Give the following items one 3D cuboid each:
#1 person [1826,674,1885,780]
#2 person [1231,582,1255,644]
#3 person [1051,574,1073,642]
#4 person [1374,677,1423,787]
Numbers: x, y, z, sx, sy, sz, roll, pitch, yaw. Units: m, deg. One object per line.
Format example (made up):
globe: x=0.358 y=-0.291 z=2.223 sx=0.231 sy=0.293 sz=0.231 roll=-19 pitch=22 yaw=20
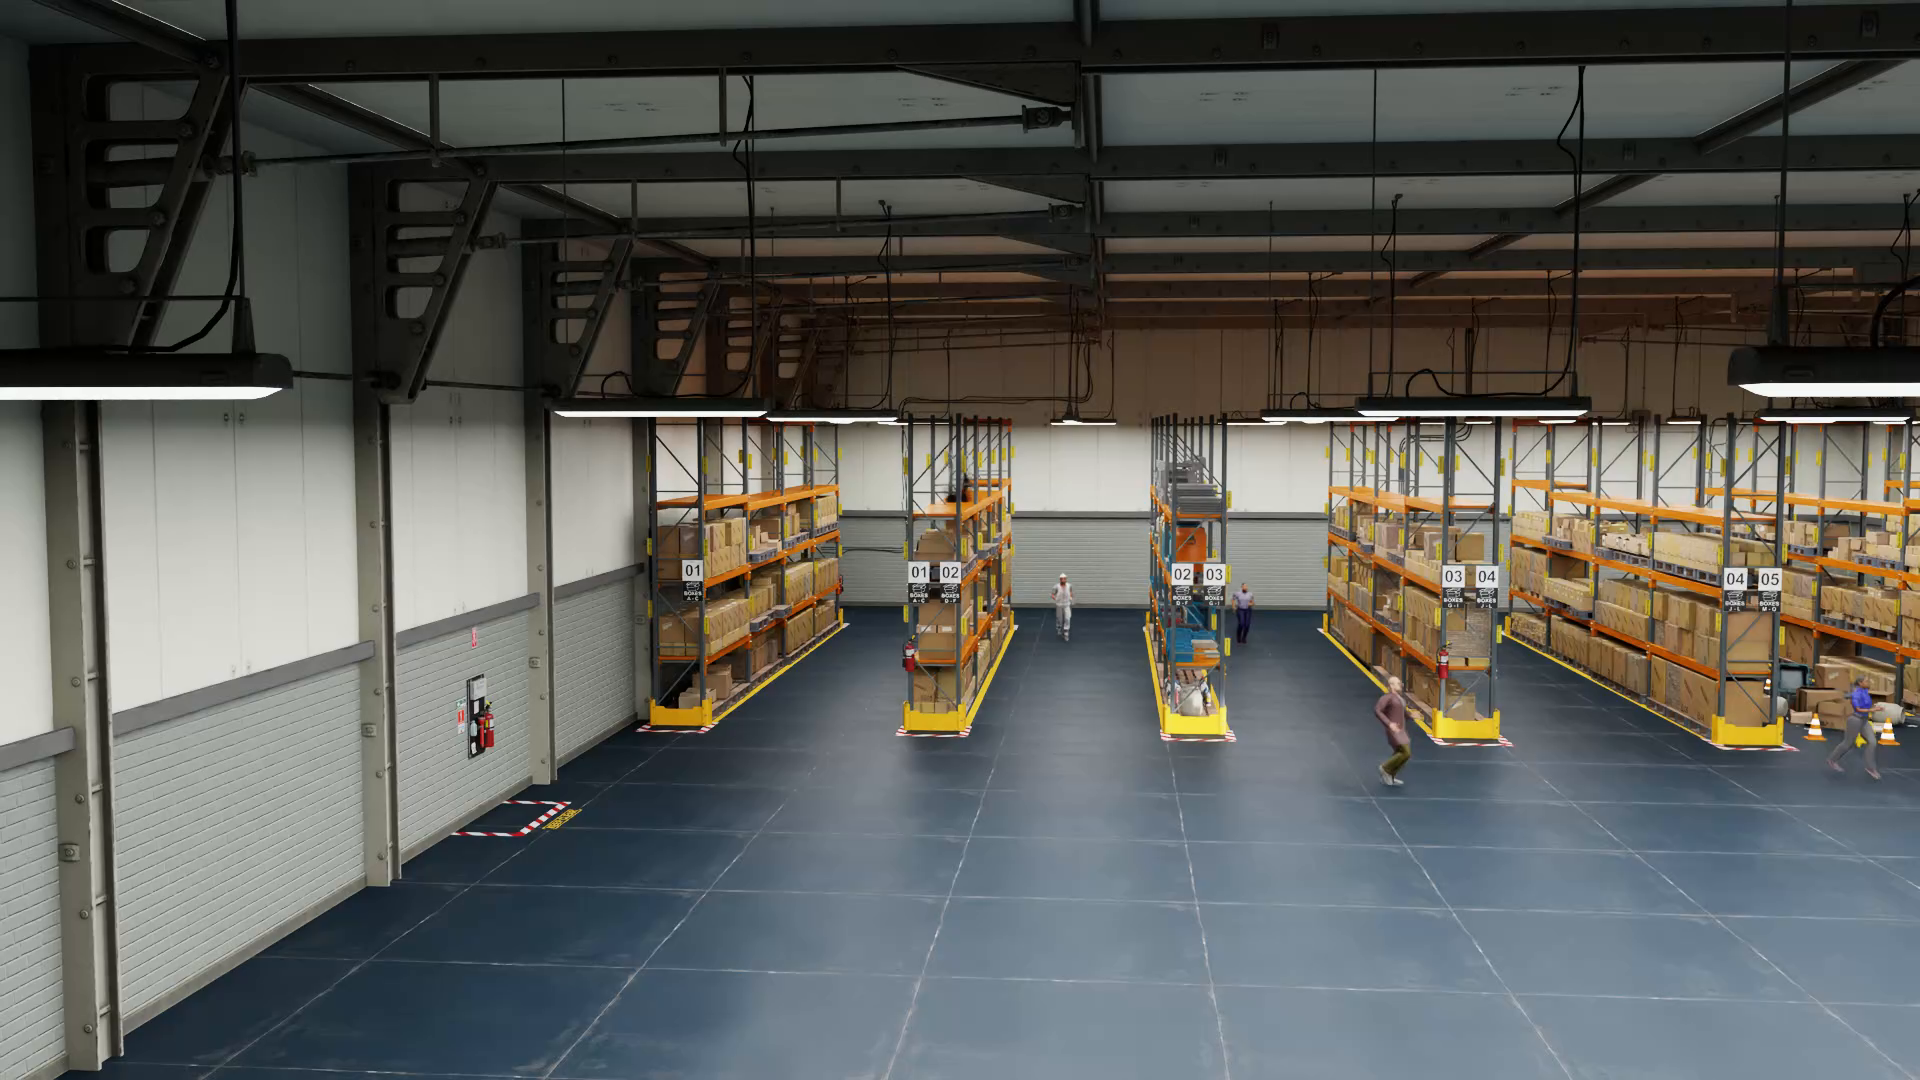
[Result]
person: x=14.737 y=3.046 z=27.326 sx=0.547 sy=1.703 sz=0.863 roll=-3 pitch=5 yaw=-37
person: x=7.530 y=1.931 z=44.100 sx=0.585 sy=1.609 sz=0.636 roll=0 pitch=4 yaw=-6
person: x=2.773 y=1.801 z=45.046 sx=0.630 sy=1.800 sz=0.969 roll=0 pitch=4 yaw=-6
person: x=7.007 y=3.060 z=26.500 sx=0.642 sy=1.745 sz=0.695 roll=3 pitch=5 yaw=34
